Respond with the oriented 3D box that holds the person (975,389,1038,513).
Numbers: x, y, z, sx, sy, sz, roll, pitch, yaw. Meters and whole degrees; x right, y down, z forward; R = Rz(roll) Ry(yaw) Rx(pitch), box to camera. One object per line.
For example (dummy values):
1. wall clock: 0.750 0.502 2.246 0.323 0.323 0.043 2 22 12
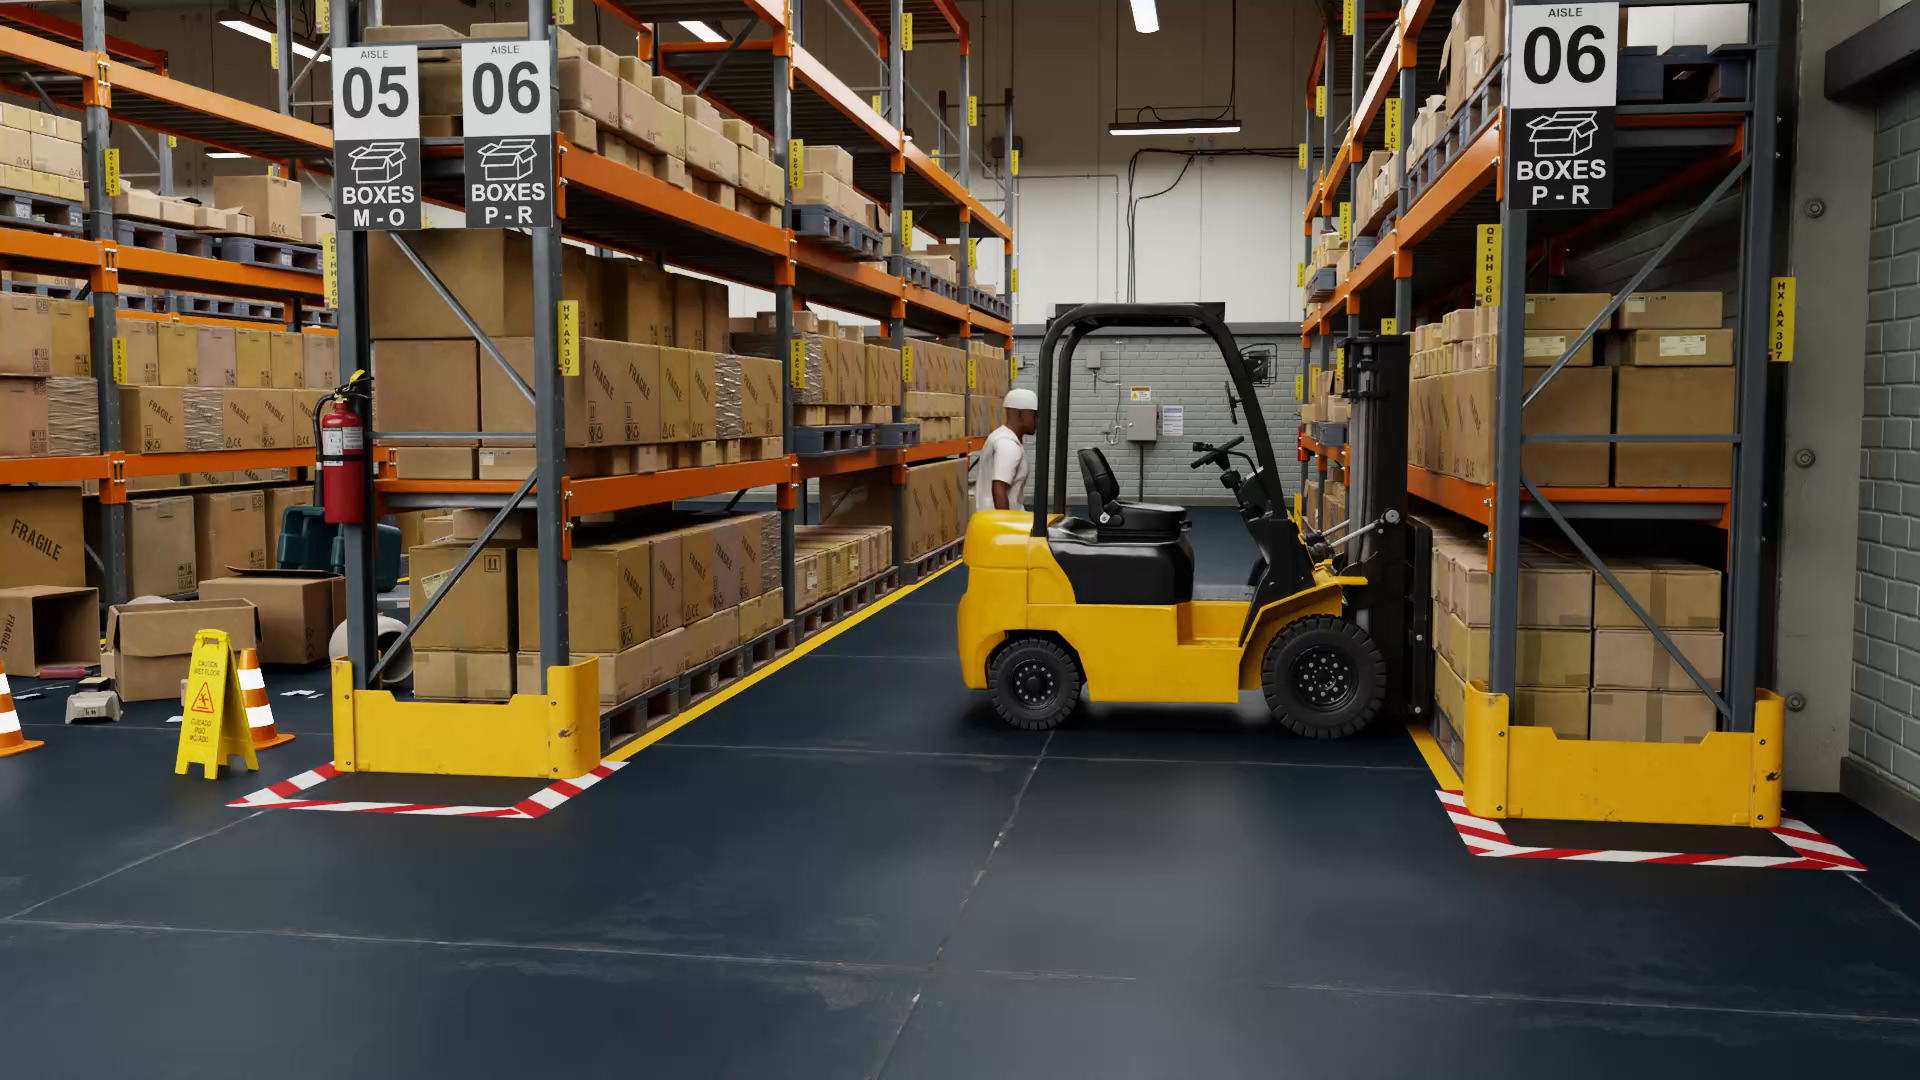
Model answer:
1. person: 0.326 -0.078 10.540 0.461 1.759 0.621 0 4 6
